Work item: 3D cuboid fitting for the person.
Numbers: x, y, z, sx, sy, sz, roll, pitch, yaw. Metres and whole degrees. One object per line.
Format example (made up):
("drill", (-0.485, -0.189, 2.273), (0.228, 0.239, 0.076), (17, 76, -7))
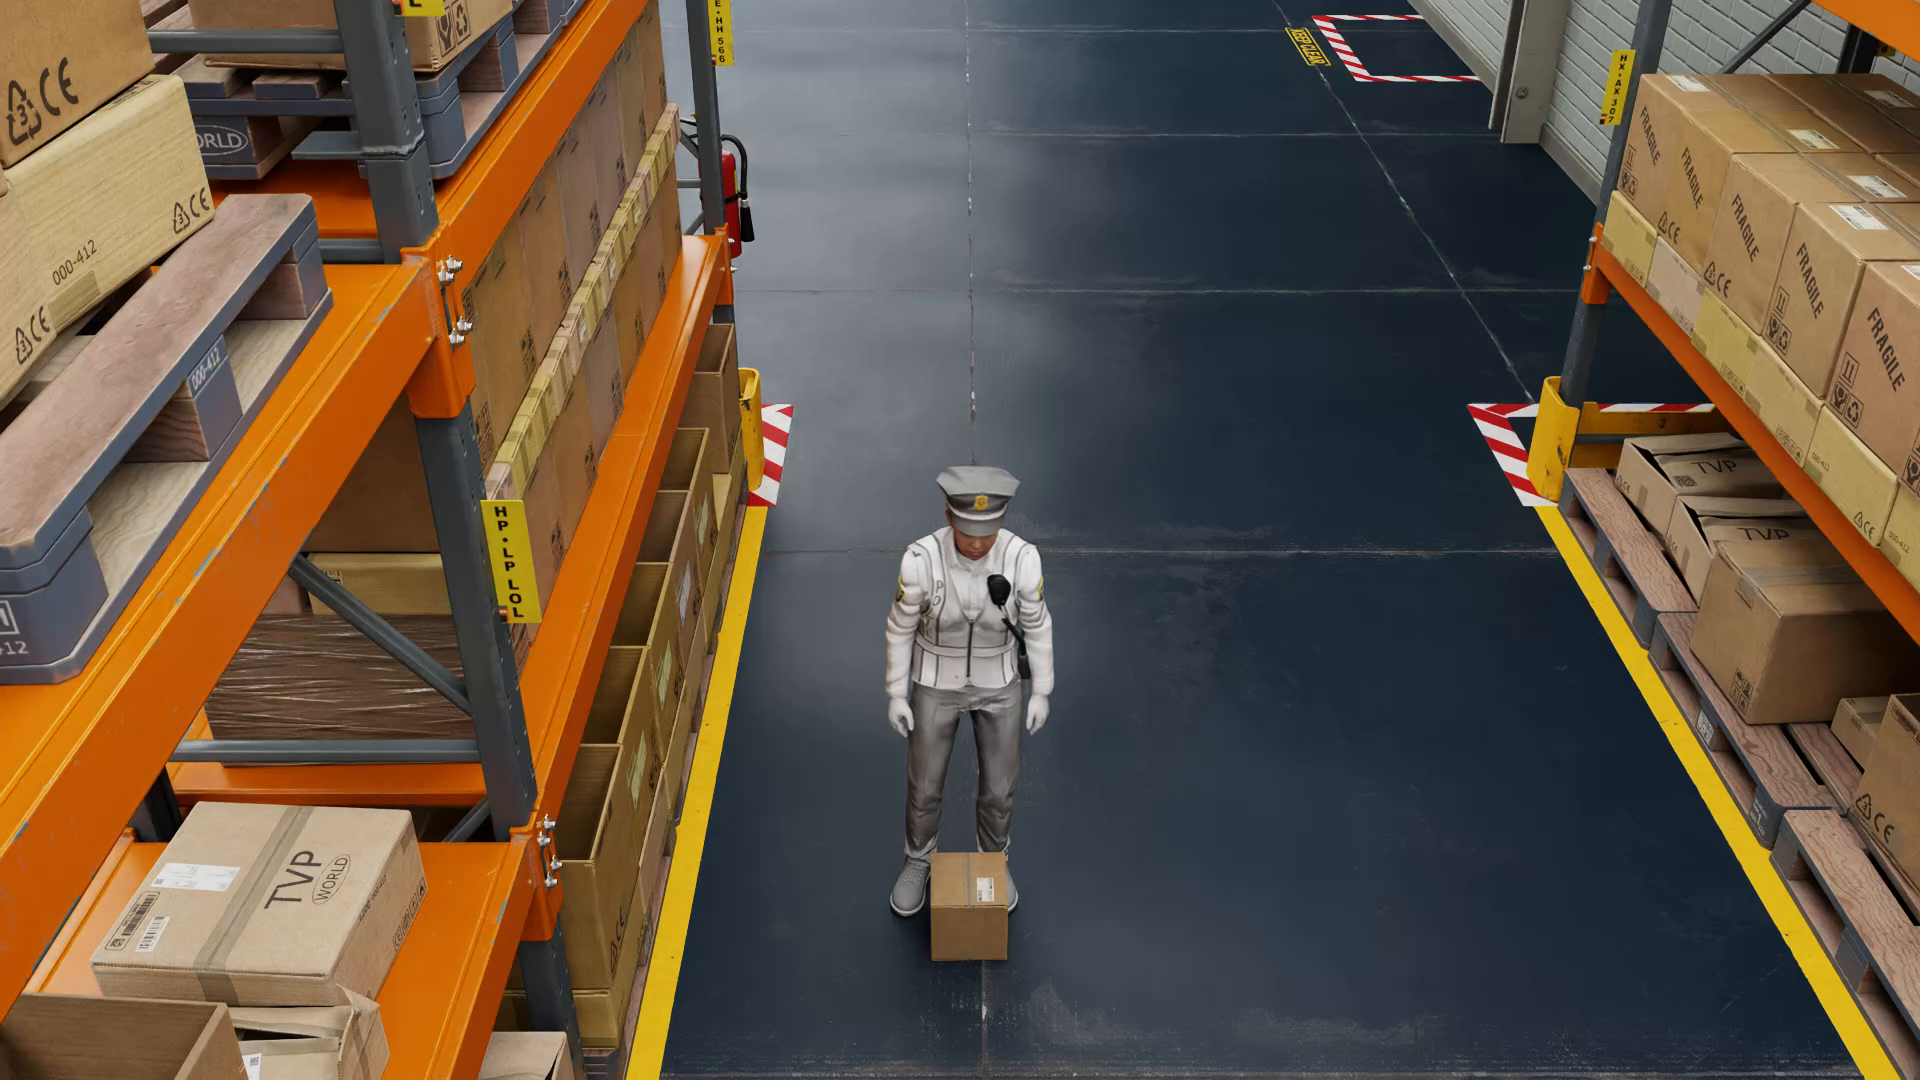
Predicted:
("person", (0.030, 0.487, 5.342), (0.543, 1.665, 0.372), (-1, 32, -2))
